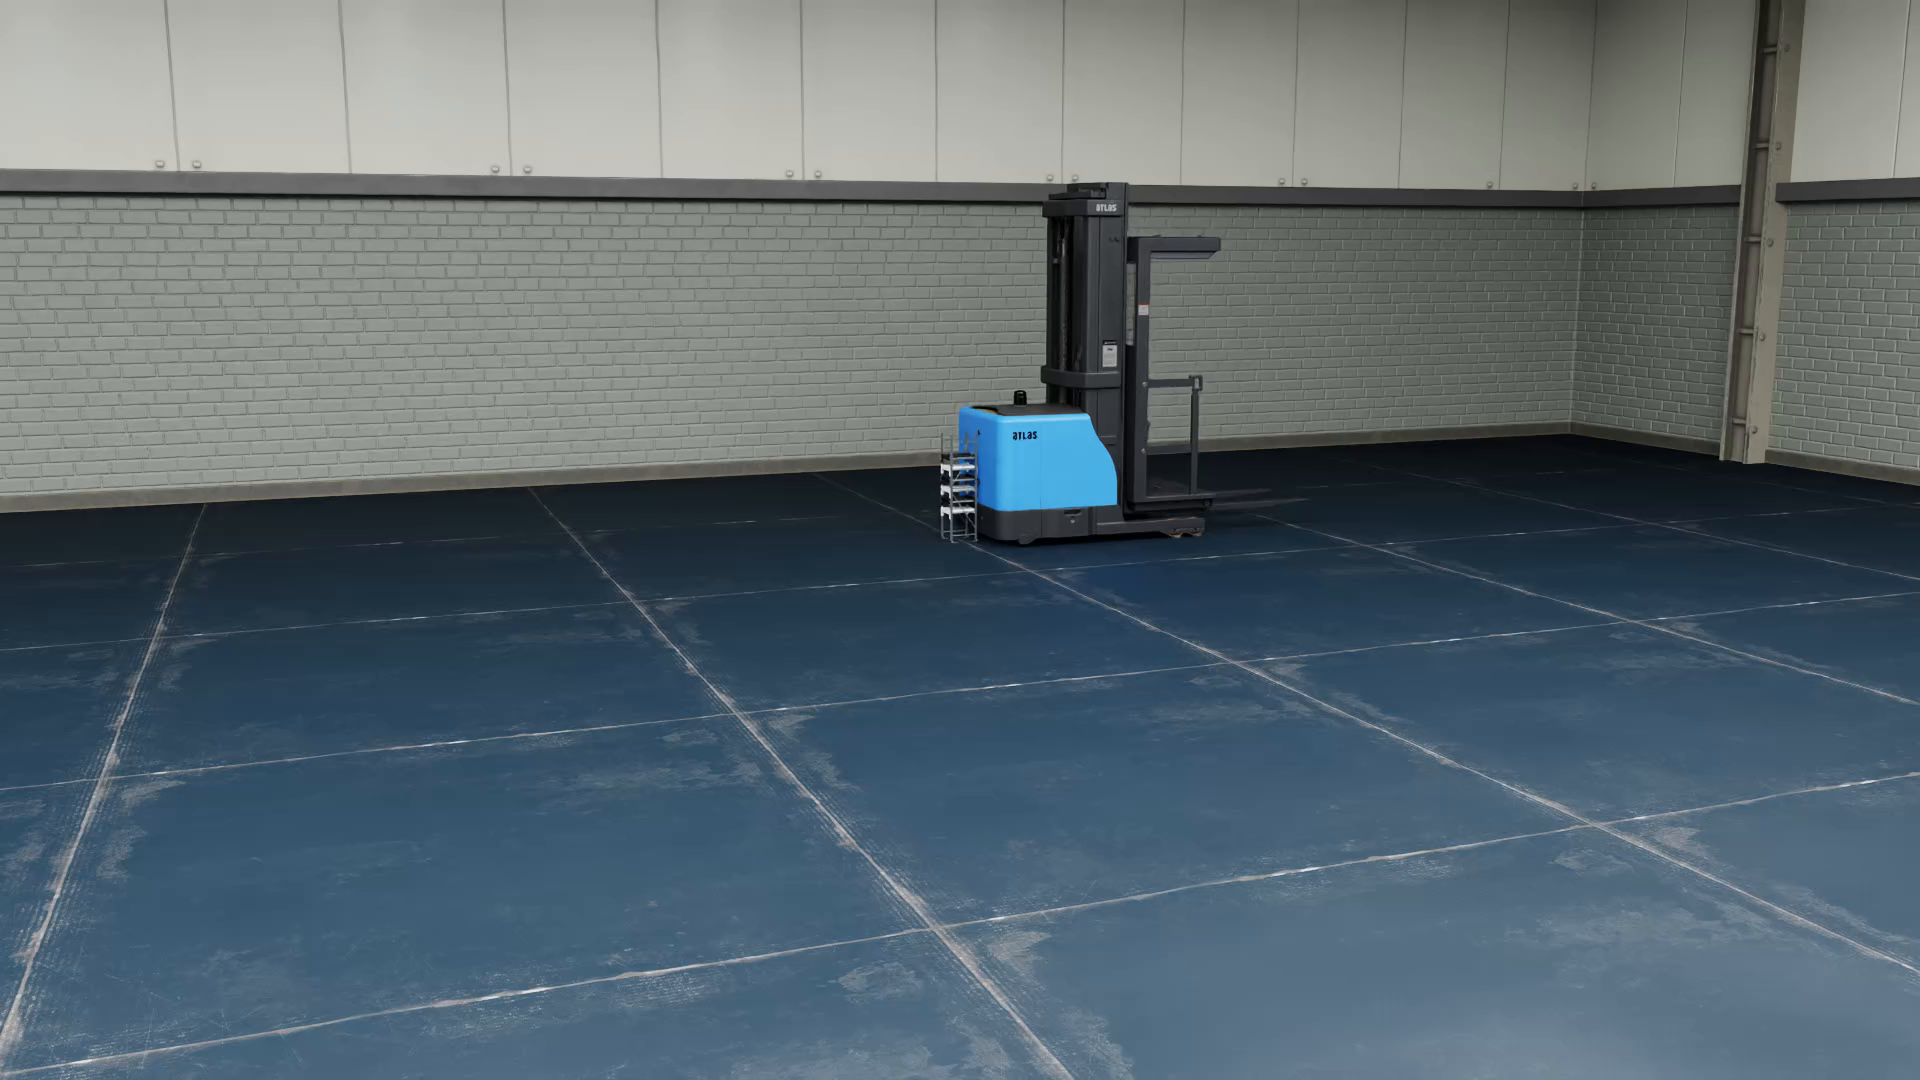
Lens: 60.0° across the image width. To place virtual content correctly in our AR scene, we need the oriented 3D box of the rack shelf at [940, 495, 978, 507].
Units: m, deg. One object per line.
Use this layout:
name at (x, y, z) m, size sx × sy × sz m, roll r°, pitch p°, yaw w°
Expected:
rack shelf at (-0.008, -0.320, 13.851) m, size 0.258 × 0.077 × 0.200 m, roll -4°, pitch 11°, yaw -22°

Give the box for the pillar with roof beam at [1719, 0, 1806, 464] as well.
pillar with roof beam at (4.919, -5.057, 16.656) m, size 9.100 × 9.000 × 0.400 m, roll -4°, pitch 11°, yaw -21°

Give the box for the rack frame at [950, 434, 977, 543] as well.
rack frame at (0.030, -0.425, 13.737) m, size 0.240 × 0.900 × 0.006 m, roll -4°, pitch 11°, yaw -22°

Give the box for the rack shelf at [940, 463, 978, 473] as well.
rack shelf at (-0.008, -0.586, 13.804) m, size 0.258 × 0.077 × 0.200 m, roll -4°, pitch 11°, yaw -22°

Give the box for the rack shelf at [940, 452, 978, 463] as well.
rack shelf at (-0.008, -0.674, 13.788) m, size 0.258 × 0.077 × 0.200 m, roll -4°, pitch 11°, yaw -22°

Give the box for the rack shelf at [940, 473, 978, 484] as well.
rack shelf at (-0.008, -0.497, 13.820) m, size 0.258 × 0.077 × 0.200 m, roll -4°, pitch 11°, yaw -22°

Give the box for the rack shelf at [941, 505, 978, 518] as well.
rack shelf at (-0.008, -0.231, 13.867) m, size 0.258 × 0.077 × 0.200 m, roll -4°, pitch 11°, yaw -22°

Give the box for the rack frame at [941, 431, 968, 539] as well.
rack frame at (-0.046, -0.458, 13.923) m, size 0.240 × 0.900 × 0.006 m, roll -4°, pitch 11°, yaw -22°

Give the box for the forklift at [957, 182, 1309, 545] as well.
forklift at (1.547, -1.542, 14.221) m, size 3.031 × 2.935 × 1.130 m, roll -4°, pitch 11°, yaw -20°

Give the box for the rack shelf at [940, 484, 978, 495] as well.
rack shelf at (-0.008, -0.408, 13.835) m, size 0.258 × 0.077 × 0.200 m, roll -4°, pitch 11°, yaw -22°

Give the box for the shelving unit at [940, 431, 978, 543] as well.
shelving unit at (-0.008, -0.441, 13.830) m, size 0.258 × 0.900 × 0.210 m, roll -4°, pitch 11°, yaw -22°
